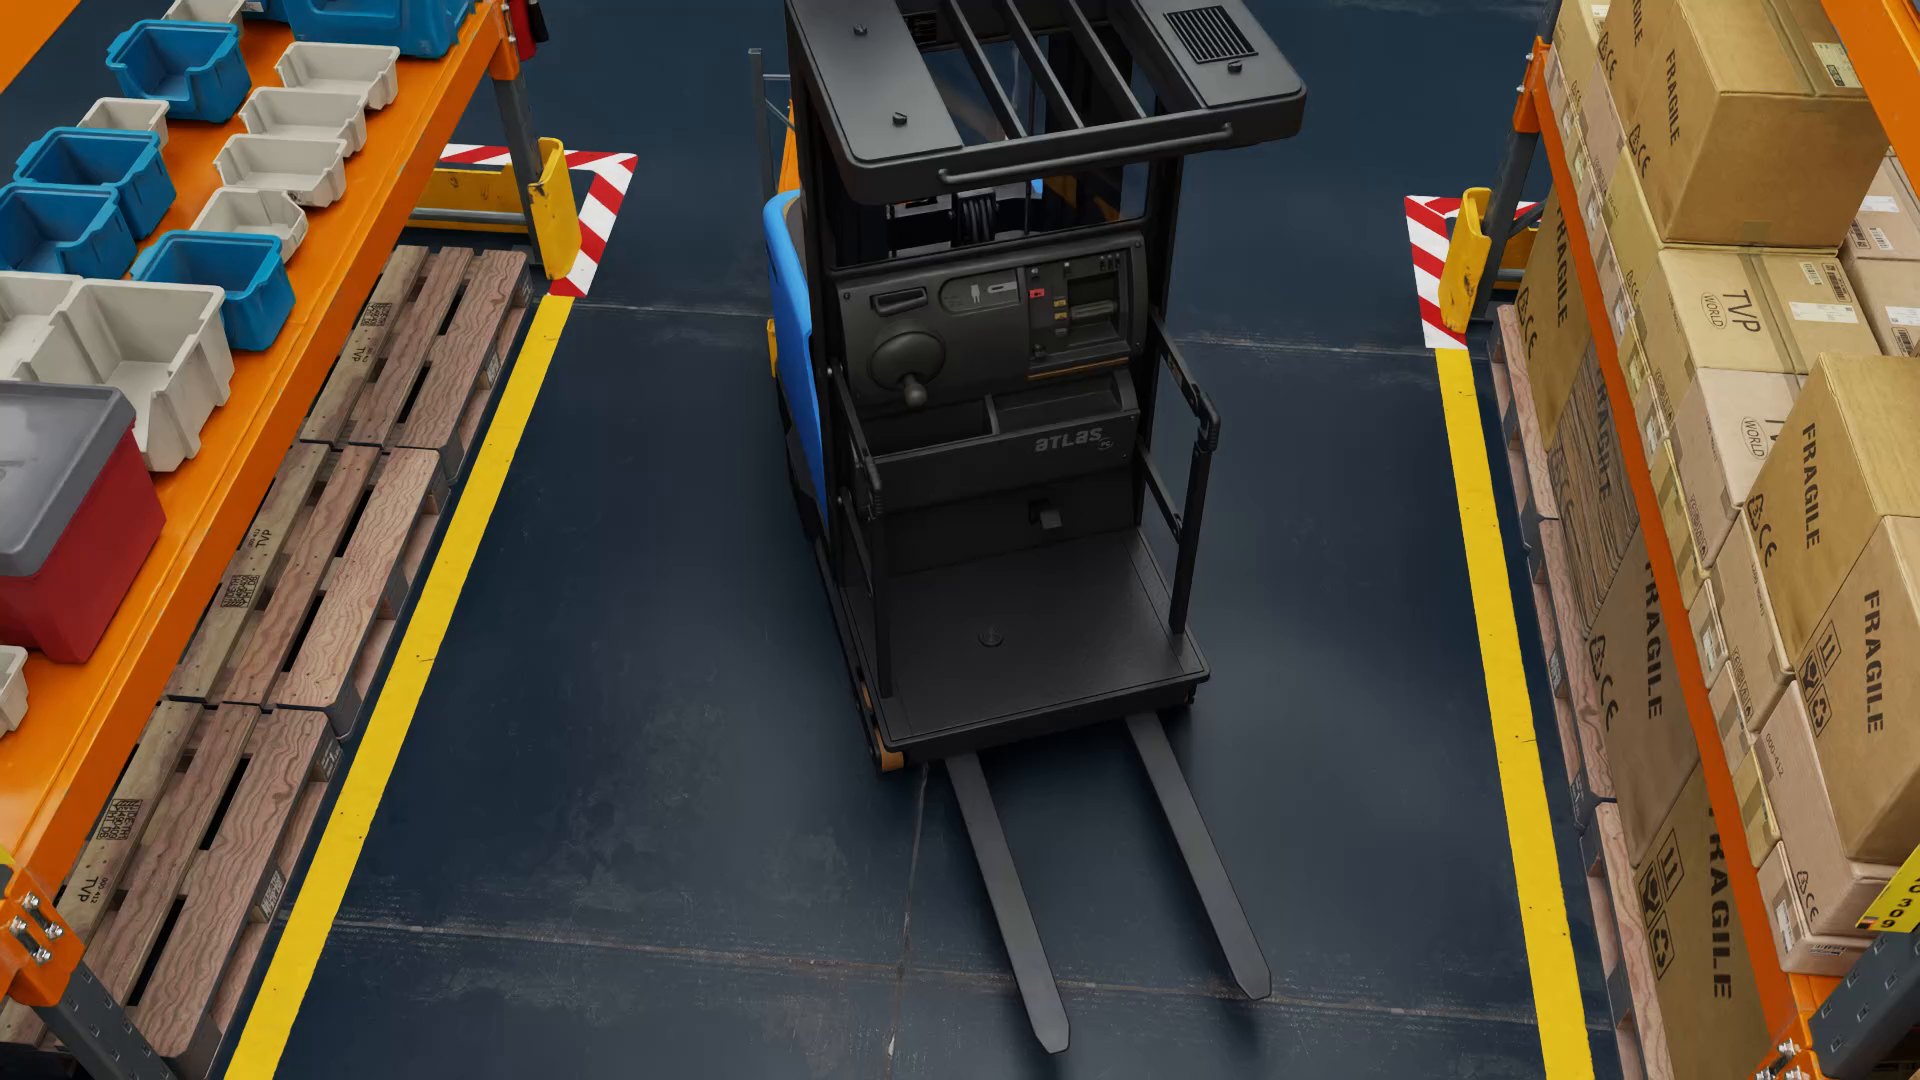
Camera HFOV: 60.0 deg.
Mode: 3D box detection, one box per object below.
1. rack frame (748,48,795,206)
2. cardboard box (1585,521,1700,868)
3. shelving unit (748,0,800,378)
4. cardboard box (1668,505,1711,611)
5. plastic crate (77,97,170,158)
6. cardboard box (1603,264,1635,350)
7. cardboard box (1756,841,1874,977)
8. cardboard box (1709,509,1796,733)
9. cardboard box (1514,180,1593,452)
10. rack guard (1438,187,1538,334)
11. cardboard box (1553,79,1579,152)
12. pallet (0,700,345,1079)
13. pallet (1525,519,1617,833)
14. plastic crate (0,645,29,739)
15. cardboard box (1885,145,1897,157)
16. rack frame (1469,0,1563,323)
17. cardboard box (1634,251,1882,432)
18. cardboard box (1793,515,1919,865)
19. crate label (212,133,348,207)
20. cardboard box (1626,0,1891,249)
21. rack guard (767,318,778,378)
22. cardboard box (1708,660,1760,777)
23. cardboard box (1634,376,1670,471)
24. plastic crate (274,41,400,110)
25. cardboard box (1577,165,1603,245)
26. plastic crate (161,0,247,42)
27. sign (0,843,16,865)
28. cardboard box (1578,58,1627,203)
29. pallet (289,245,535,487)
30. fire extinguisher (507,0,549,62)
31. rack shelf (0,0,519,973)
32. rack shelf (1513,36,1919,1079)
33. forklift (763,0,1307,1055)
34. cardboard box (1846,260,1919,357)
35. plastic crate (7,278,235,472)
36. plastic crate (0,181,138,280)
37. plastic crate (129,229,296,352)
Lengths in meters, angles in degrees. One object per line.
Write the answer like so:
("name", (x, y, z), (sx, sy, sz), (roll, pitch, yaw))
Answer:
("rack frame", (-0.483, -1.188, 6.321), (0.500, 1.500, 0.032), (1, 48, 1))
("cardboard box", (2.509, 0.412, 4.995), (0.875, 0.875, 0.875), (4, 48, 4))
("shelving unit", (-0.475, -1.570, 6.670), (0.587, 1.500, 1.083), (1, 48, 1))
("cardboard box", (2.082, 0.060, 4.332), (0.380, 0.149, 0.250), (5, 48, 4))
("plastic crate", (-2.805, -1.338, 5.579), (0.250, 0.136, 0.298), (4, 48, 4))
("cardboard box", (2.176, -0.693, 5.021), (0.380, 0.149, 0.250), (3, 48, 3))
("cardboard box", (1.989, 0.817, 3.641), (0.380, 0.149, 0.250), (4, 48, 4))
("cardboard box", (2.111, 0.206, 3.929), (0.500, 0.250, 0.500), (5, 48, 5))
("cardboard box", (2.673, -0.910, 6.205), (0.875, 0.875, 0.875), (4, 48, 4))
("rack guard", (2.654, -1.135, 6.950), (1.175, 0.500, 0.348), (4, 48, 4))
("cardboard box", (2.269, -1.449, 5.713), (0.380, 0.149, 0.250), (3, 48, 3))
("pallet", (-2.617, 1.043, 5.153), (1.003, 0.211, 1.213), (4, 48, 4))
("pallet", (2.543, 0.467, 5.680), (1.003, 0.211, 1.213), (4, 48, 4))
("plastic crate", (-2.461, 0.381, 4.007), (0.396, 0.136, 0.243), (4, 48, 4))
("cardboard box", (2.825, -1.265, 5.274), (0.500, 0.250, 0.500), (3, 48, 3))
("rack frame", (2.652, -1.961, 6.011), (1.000, 3.000, 0.127), (4, 48, 4))
("cardboard box", (2.207, -0.541, 4.612), (0.500, 0.250, 0.500), (3, 48, 3))
("cardboard box", (2.063, 0.319, 3.317), (0.500, 0.500, 0.500), (5, 48, 5))
("crate label", (-2.217, -1.196, 5.449), (0.396, 0.136, 0.243), (4, 48, 4))
("cardboard box", (2.252, -1.181, 4.689), (0.500, 0.500, 0.500), (3, 48, 2))
("rack guard", (-0.483, -0.781, 6.795), (0.587, 0.250, 0.087), (1, 48, 1))
("cardboard box", (2.035, 0.439, 3.986), (0.380, 0.149, 0.250), (3, 48, 3))
("cardboard box", (2.130, -0.315, 4.675), (0.380, 0.149, 0.250), (5, 48, 4))
("plastic crate", (-2.175, -1.614, 5.832), (0.396, 0.136, 0.243), (4, 48, 4))
("cardboard box", (2.223, -1.069, 5.366), (0.380, 0.149, 0.250), (3, 48, 3))
("plastic crate", (-2.743, -1.836, 6.035), (0.250, 0.136, 0.298), (4, 48, 4))
("sign", (-2.098, 0.590, 3.490), (0.100, 0.325, 0.005), (4, 48, 4))
("cardboard box", (2.298, -1.294, 5.301), (0.500, 0.250, 0.500), (3, 48, 3))
("pallet", (-2.394, -0.750, 6.793), (1.003, 0.211, 1.213), (4, 48, 4))
("fire extinguisher", (-1.814, -2.223, 6.555), (0.296, 0.674, 0.183), (4, 48, 4))
("rack shelf", (-2.463, -0.582, 5.237), (1.077, 0.370, 4.000), (4, 48, 4))
("rack shelf", (2.469, -0.249, 4.932), (1.077, 0.370, 4.000), (4, 48, 4))
("forklift", (0.166, -0.547, 4.764), (1.130, 2.935, 3.031), (-12, 49, -10))
("cardboard box", (2.735, -0.508, 4.581), (0.500, 0.250, 0.500), (4, 48, 4))
("plastic crate", (-2.323, -0.445, 4.664), (0.437, 0.282, 0.530), (4, 48, 4))
("plastic crate", (-2.778, -0.911, 5.123), (0.416, 0.233, 0.300), (4, 48, 4))
("plastic crate", (-2.213, -0.732, 4.959), (0.416, 0.233, 0.300), (4, 48, 4))
